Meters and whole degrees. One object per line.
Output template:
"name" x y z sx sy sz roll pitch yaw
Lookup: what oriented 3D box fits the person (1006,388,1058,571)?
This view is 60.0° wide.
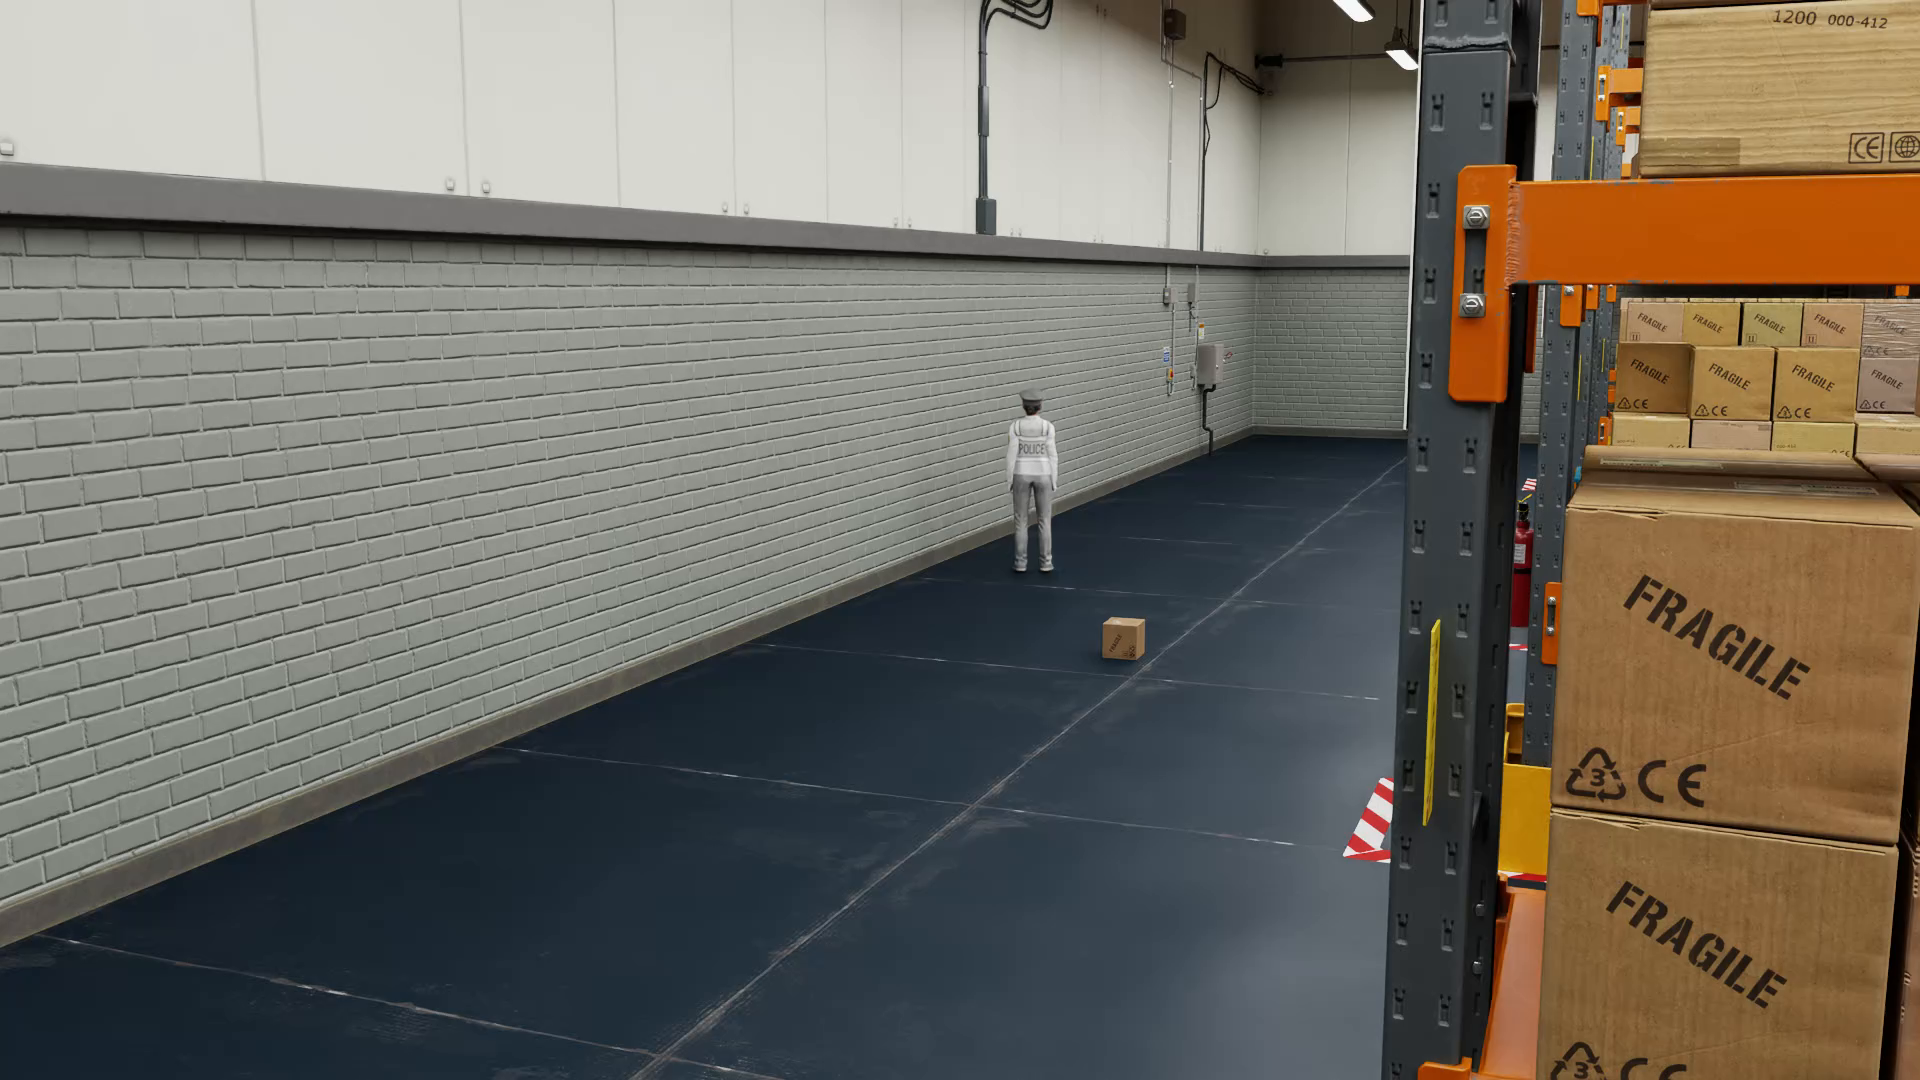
"person" 0.660 -0.549 15.277 0.470 1.689 0.342 0 9 3
